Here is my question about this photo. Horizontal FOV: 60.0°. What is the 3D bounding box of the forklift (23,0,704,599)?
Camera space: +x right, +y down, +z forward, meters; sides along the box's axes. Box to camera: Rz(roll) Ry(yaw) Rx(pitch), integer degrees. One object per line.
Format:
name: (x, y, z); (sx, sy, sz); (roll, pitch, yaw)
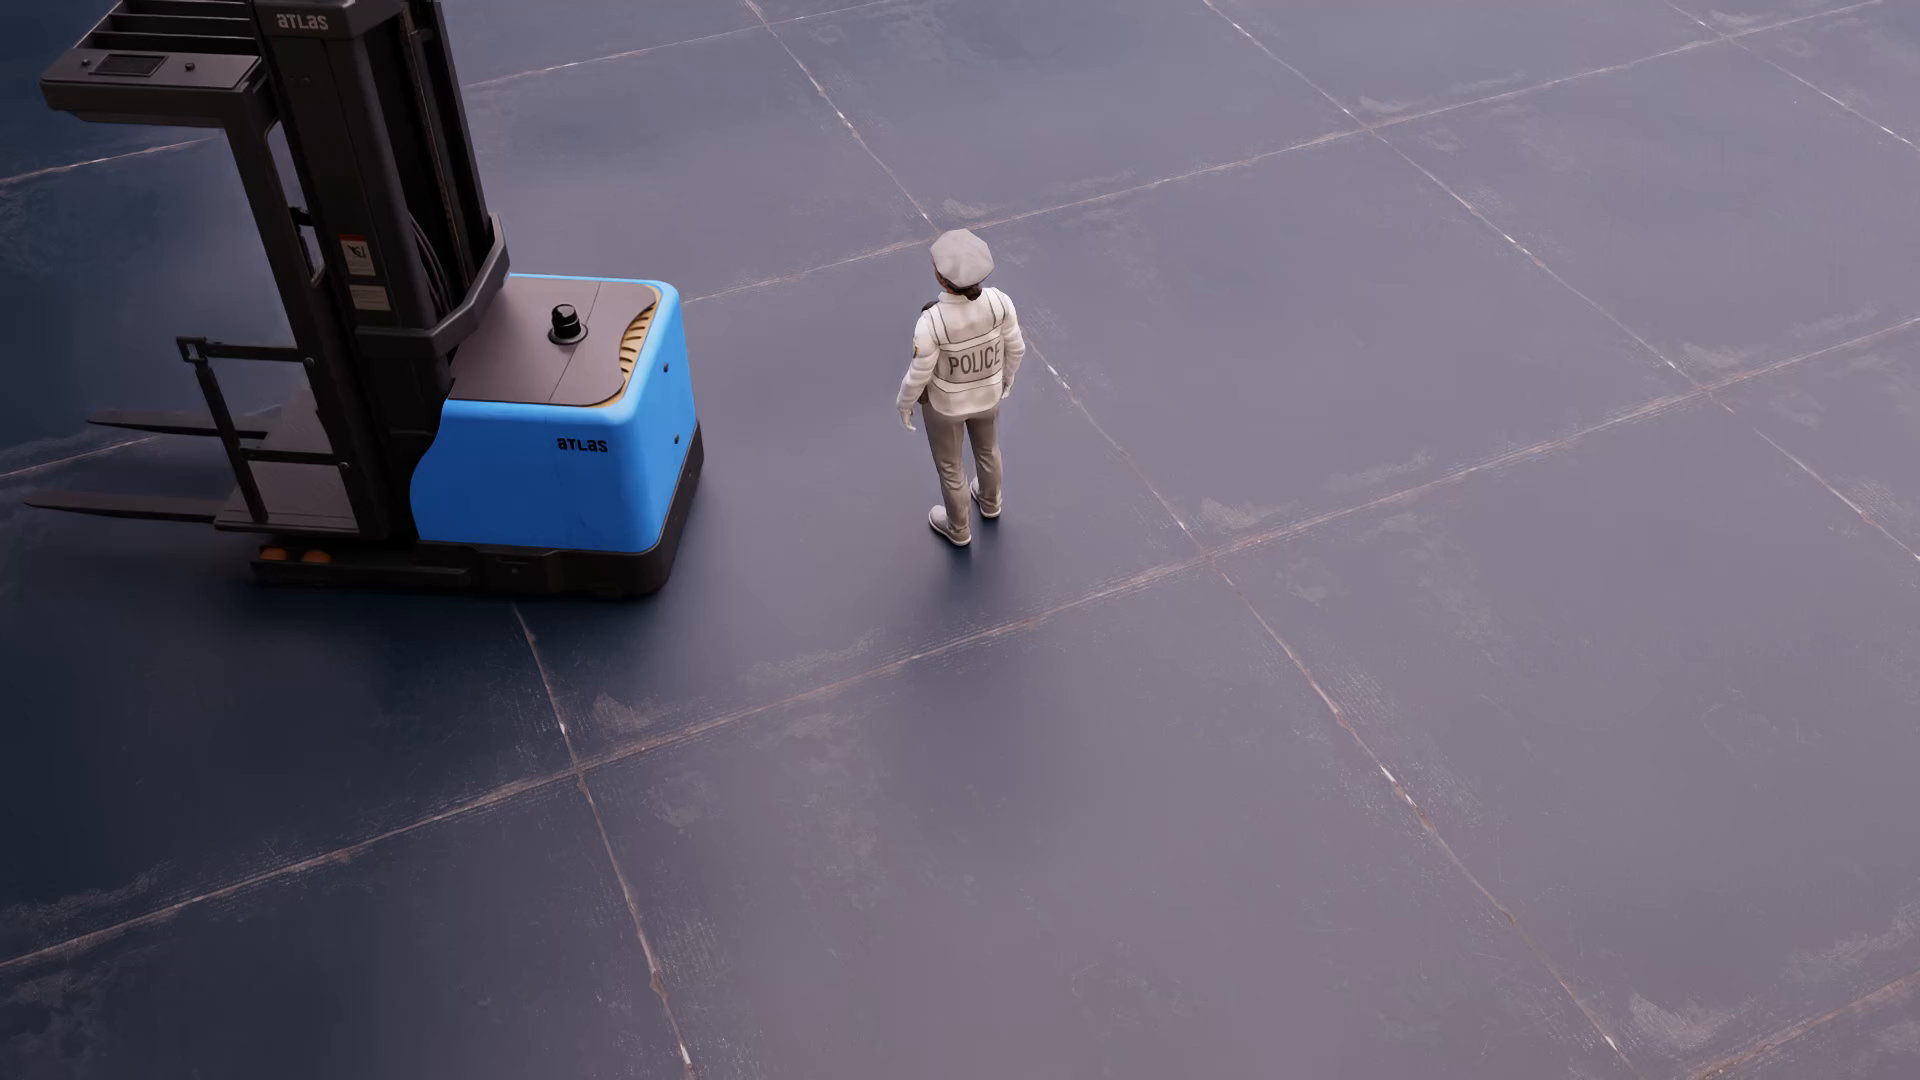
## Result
forklift: (-2.800, -1.219, 6.986); (3.031, 2.935, 1.130); (3, 43, 4)

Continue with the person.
person: (-0.022, -0.669, 7.293); (0.586, 1.694, 0.531); (-18, 46, -18)
